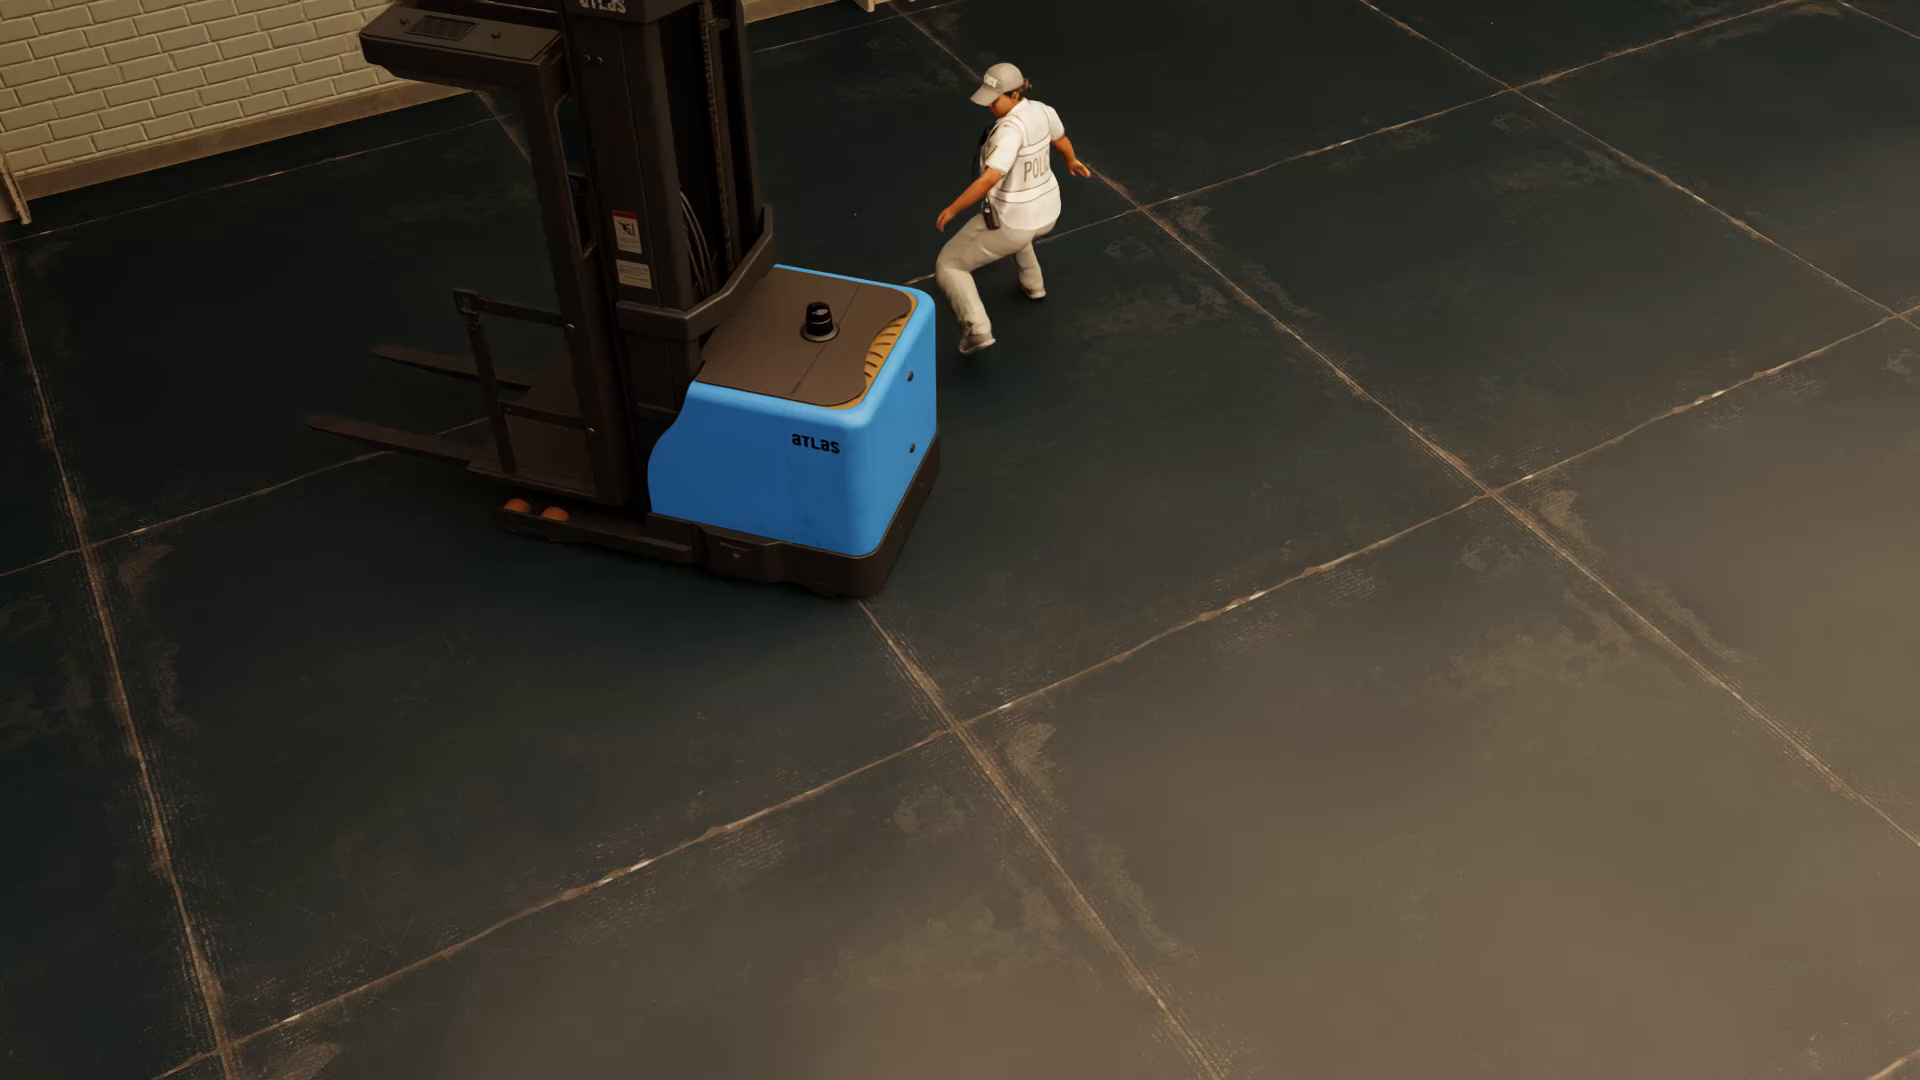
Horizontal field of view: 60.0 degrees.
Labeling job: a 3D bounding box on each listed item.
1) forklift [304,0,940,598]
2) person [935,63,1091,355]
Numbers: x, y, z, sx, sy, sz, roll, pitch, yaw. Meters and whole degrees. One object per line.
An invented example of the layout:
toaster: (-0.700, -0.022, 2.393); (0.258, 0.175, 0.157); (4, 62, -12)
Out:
forklift: (-1.673, -1.396, 7.203); (3.031, 2.935, 1.130); (12, 44, 13)
person: (0.283, -1.746, 8.676); (0.502, 1.565, 1.102); (27, 49, 26)
